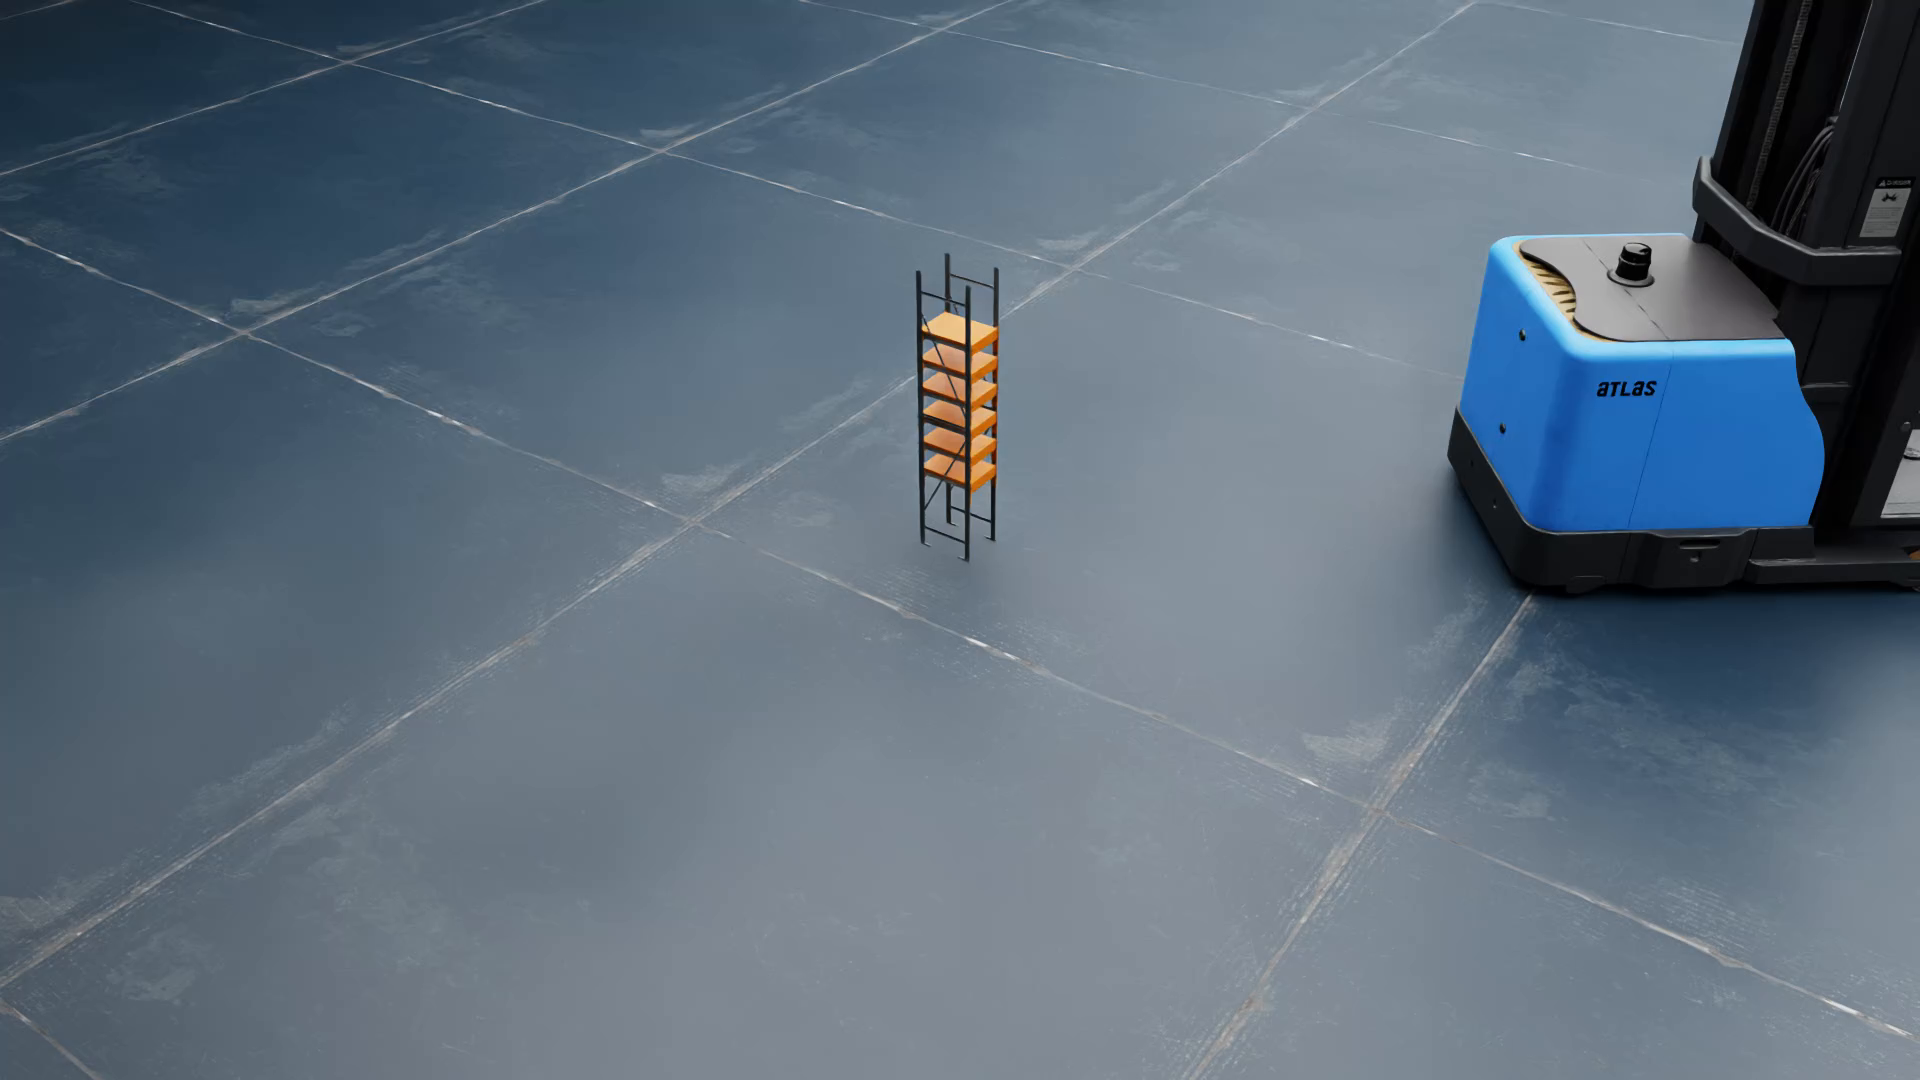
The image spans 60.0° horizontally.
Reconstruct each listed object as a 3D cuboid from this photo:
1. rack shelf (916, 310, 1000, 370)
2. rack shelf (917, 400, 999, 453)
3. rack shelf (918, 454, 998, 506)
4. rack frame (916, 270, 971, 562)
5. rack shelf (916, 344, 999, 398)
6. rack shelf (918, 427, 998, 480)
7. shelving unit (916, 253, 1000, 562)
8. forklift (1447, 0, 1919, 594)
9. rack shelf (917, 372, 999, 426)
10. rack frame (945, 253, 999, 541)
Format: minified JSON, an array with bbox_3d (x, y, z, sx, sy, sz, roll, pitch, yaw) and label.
[{"bbox_3d":[-0.008,-0.752,6.227,0.258,0.103,0.180,21,39,28],"label":"rack shelf"},{"bbox_3d":[-0.008,-0.454,6.429,0.258,0.103,0.180,21,39,28],"label":"rack shelf"},{"bbox_3d":[-0.008,-0.255,6.563,0.258,0.103,0.180,21,39,28],"label":"rack shelf"},{"bbox_3d":[-0.060,-0.448,6.342,0.240,1.200,0.006,21,39,28],"label":"rack frame"},{"bbox_3d":[-0.008,-0.652,6.294,0.258,0.103,0.180,21,39,28],"label":"rack shelf"},{"bbox_3d":[-0.008,-0.354,6.496,0.258,0.103,0.180,21,39,28],"label":"rack shelf"},{"bbox_3d":[-0.008,-0.490,6.404,0.258,1.200,0.189,21,39,28],"label":"shelving unit"},{"bbox_3d":[3.627,-1.309,6.070,3.031,2.935,1.130,-2,34,-2],"label":"forklift"},{"bbox_3d":[-0.008,-0.553,6.362,0.258,0.103,0.180,21,39,28],"label":"rack shelf"},{"bbox_3d":[0.044,-0.532,6.466,0.240,1.200,0.006,21,39,28],"label":"rack frame"}]
